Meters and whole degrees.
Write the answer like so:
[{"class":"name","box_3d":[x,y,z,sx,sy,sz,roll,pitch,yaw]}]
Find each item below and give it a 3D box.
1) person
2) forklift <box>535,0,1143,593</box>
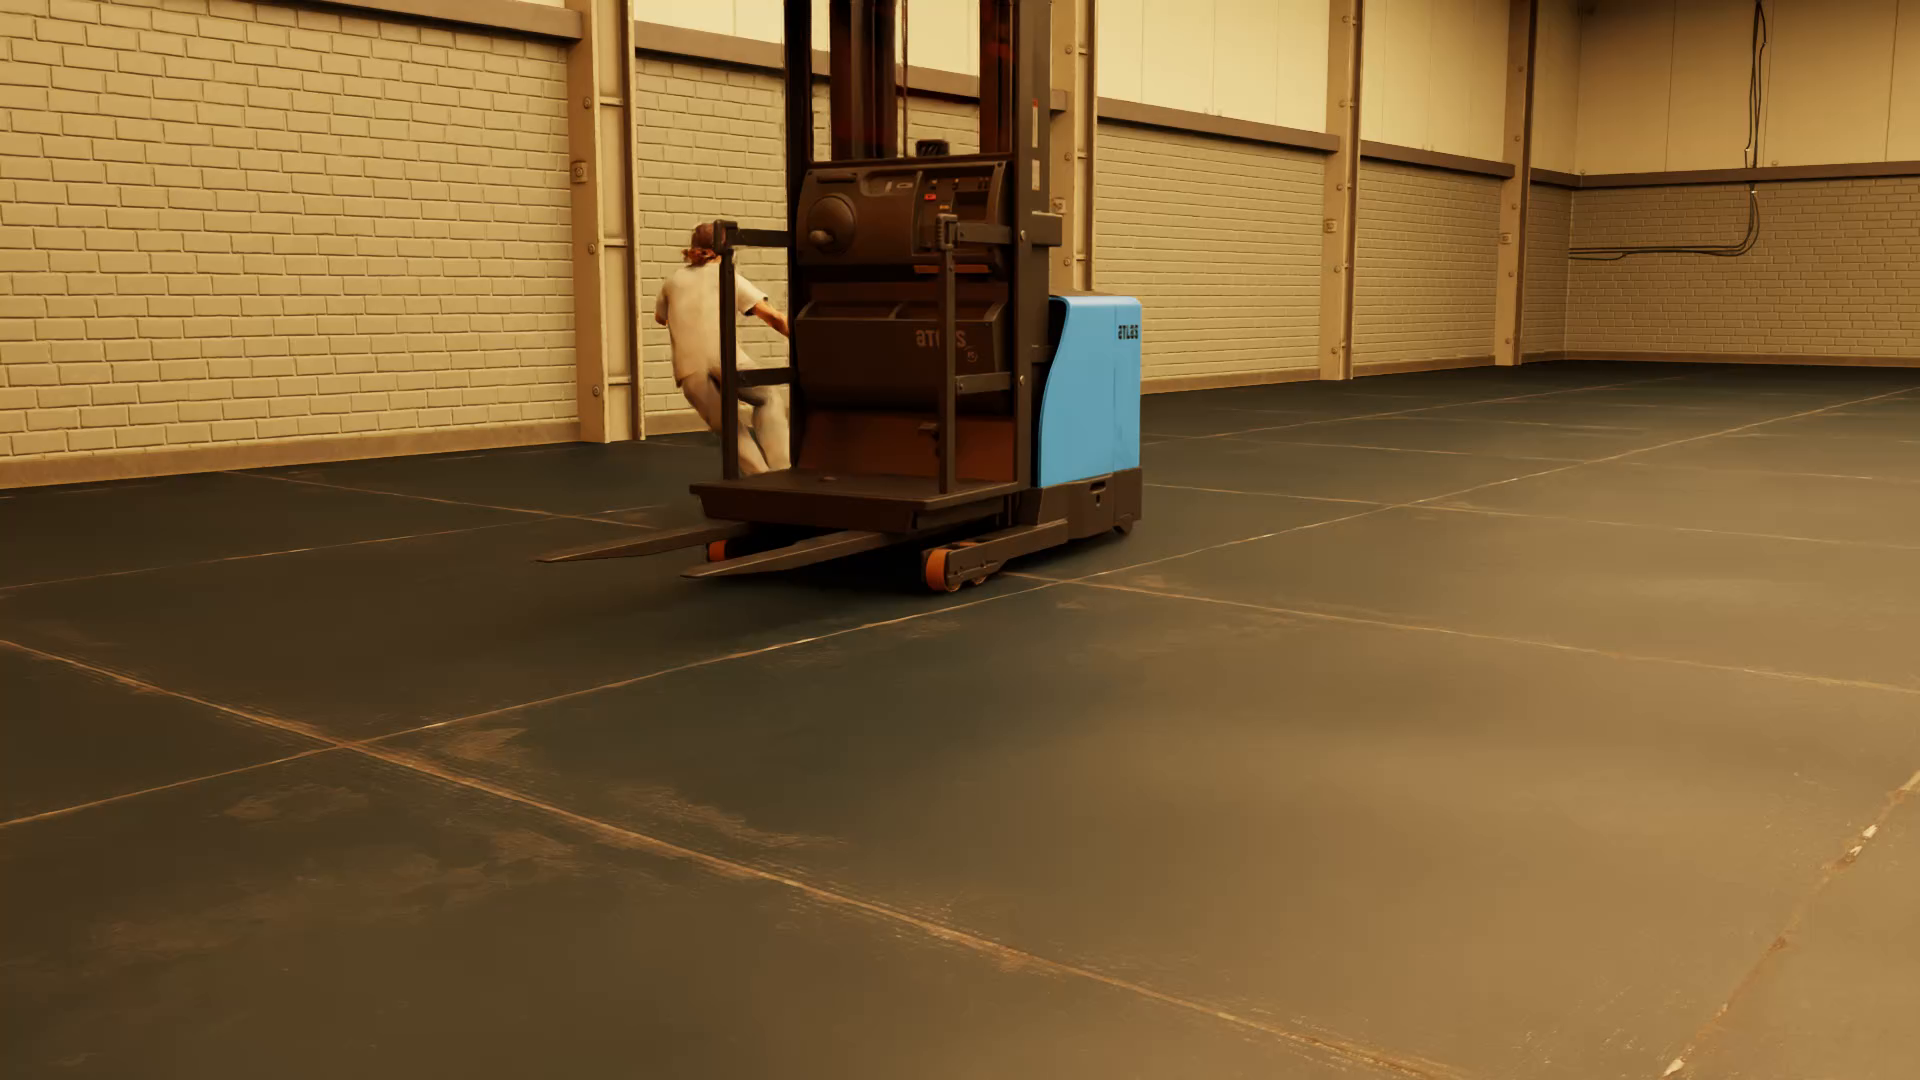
[{"class":"person","box_3d":[-1.090,-0.825,8.142,0.869,1.442,0.812,0,8,3]},{"class":"forklift","box_3d":[-0.345,-1.332,6.383,1.130,2.935,3.031,5,10,30]}]
